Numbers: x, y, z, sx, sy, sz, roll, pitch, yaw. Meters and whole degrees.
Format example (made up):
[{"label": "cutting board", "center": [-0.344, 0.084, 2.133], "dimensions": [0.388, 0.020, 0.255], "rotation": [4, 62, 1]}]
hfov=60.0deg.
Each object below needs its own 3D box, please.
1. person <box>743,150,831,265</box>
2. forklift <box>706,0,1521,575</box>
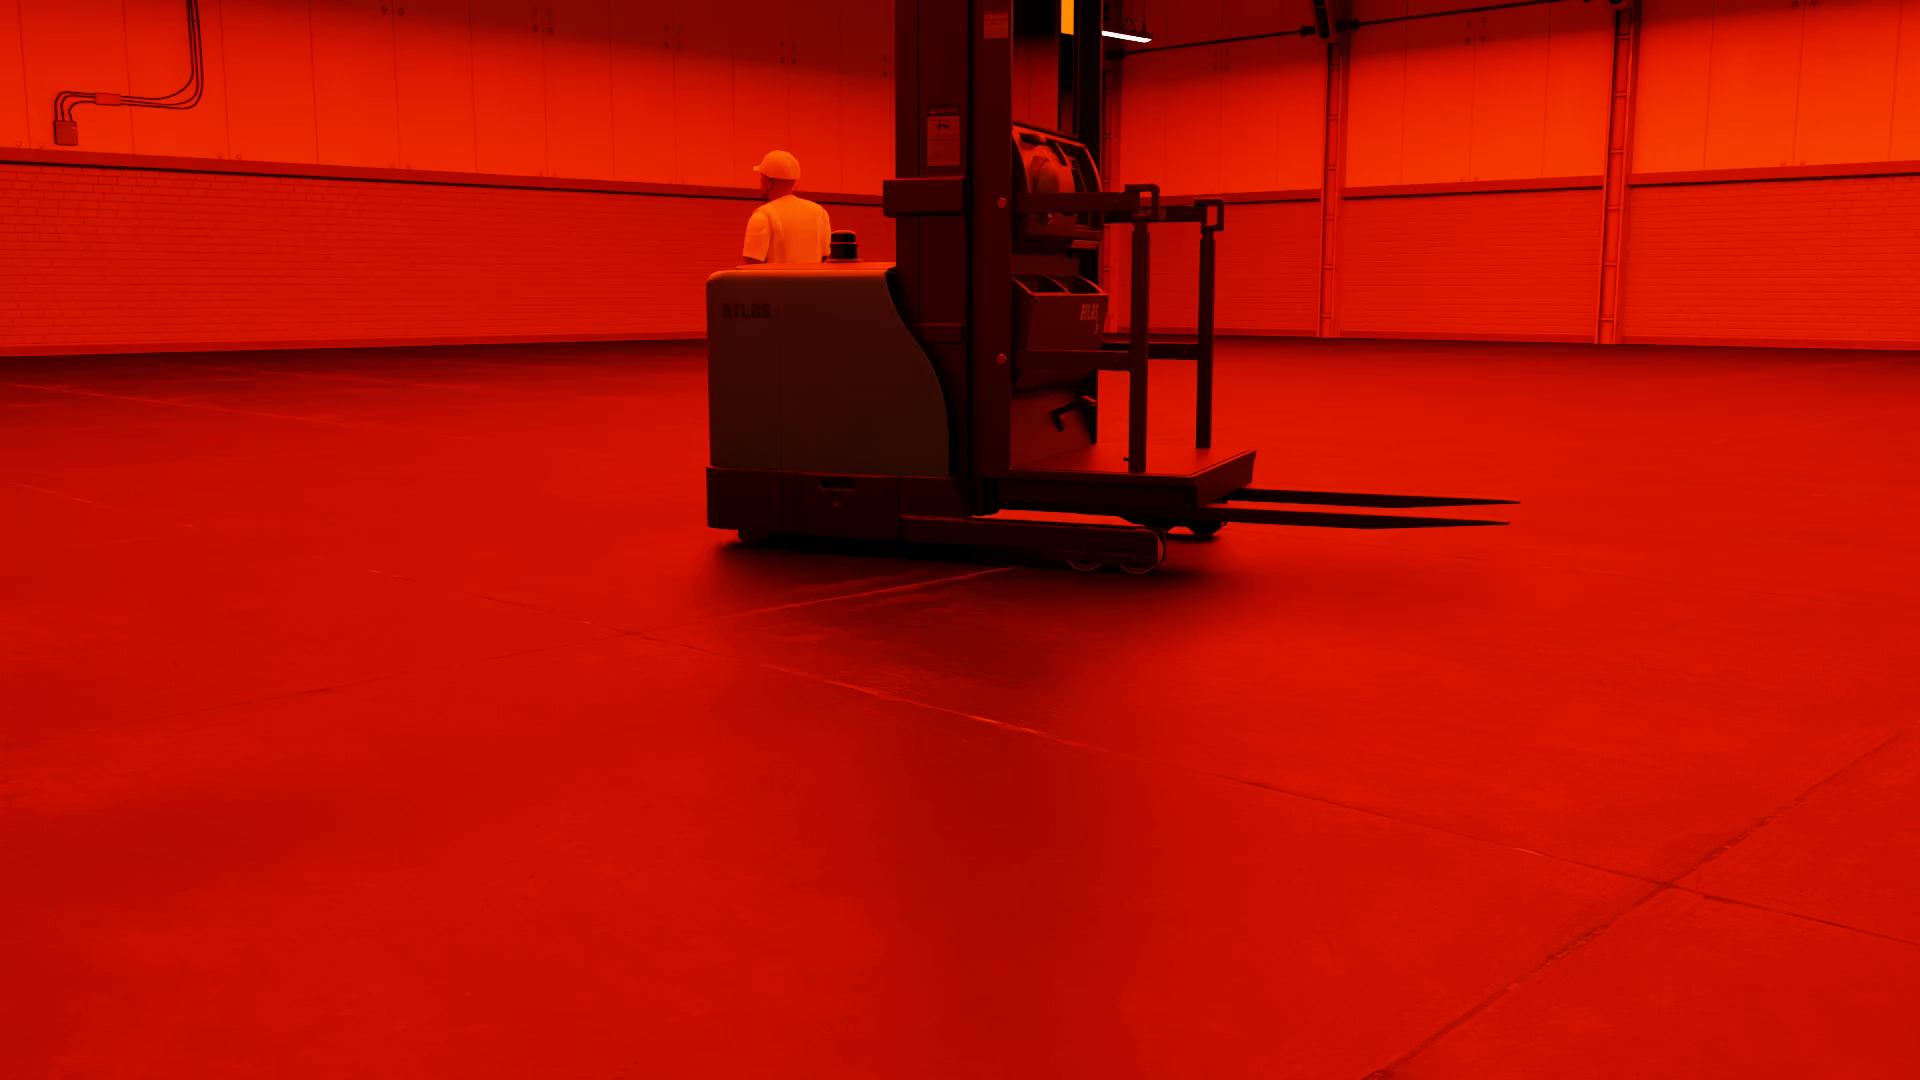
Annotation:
[{"label": "person", "center": [-1.069, -1.328, 9.559], "dimensions": [0.666, 1.766, 0.577], "rotation": [-8, 12, -44]}, {"label": "forklift", "center": [0.565, -1.416, 6.275], "dimensions": [3.031, 2.935, 1.130], "rotation": [3, 9, 22]}]
